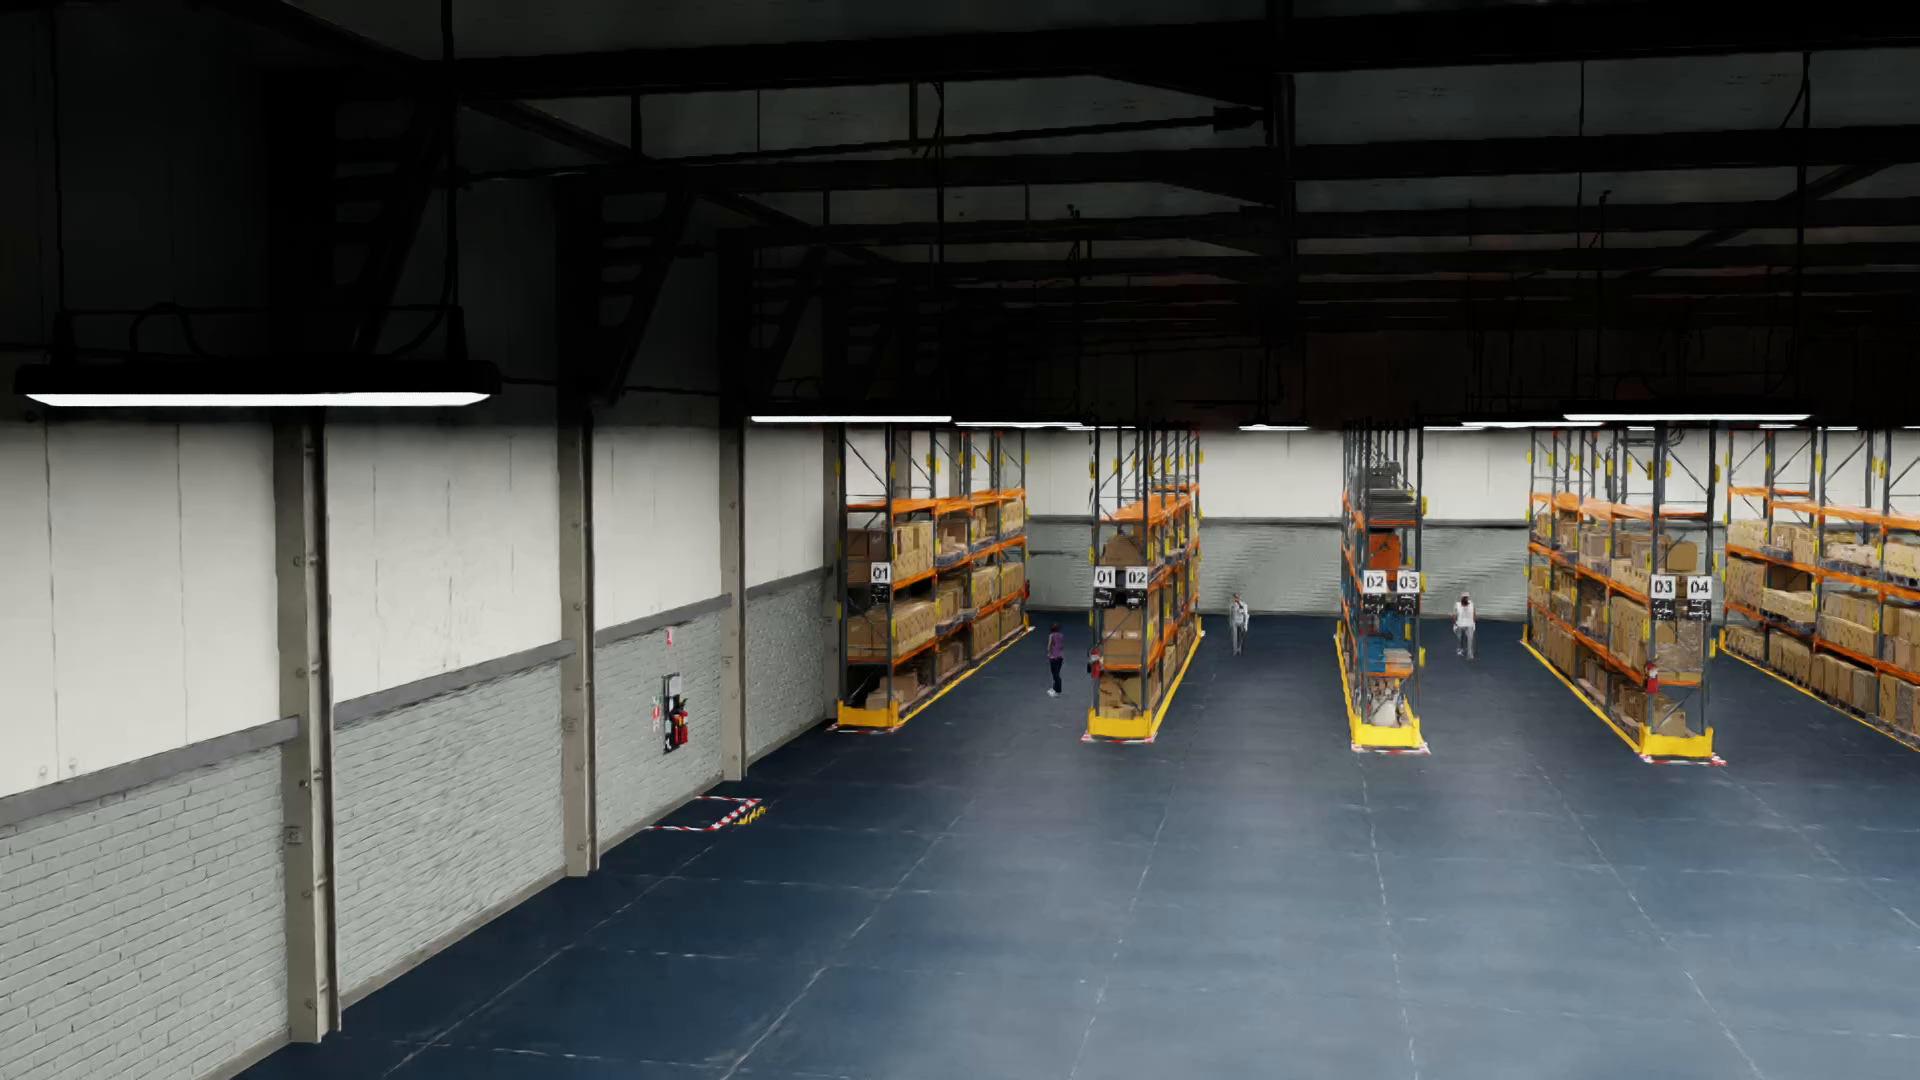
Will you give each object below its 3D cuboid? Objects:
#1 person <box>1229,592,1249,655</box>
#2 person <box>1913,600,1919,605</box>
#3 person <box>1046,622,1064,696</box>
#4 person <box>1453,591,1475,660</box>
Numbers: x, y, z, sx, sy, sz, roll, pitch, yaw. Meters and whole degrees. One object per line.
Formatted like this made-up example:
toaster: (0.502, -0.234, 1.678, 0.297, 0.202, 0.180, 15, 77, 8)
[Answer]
person: (7.174, 2.127, 42.776, 0.500, 1.625, 0.980, 1, 4, 10)
person: (26.106, 1.973, 45.027, 0.438, 1.641, 0.629, -1, 4, -19)
person: (2.061, 2.566, 36.160, 0.527, 1.592, 0.522, 4, 5, 44)
person: (12.711, 2.134, 41.917, 0.563, 1.702, 1.106, 1, 4, 13)
